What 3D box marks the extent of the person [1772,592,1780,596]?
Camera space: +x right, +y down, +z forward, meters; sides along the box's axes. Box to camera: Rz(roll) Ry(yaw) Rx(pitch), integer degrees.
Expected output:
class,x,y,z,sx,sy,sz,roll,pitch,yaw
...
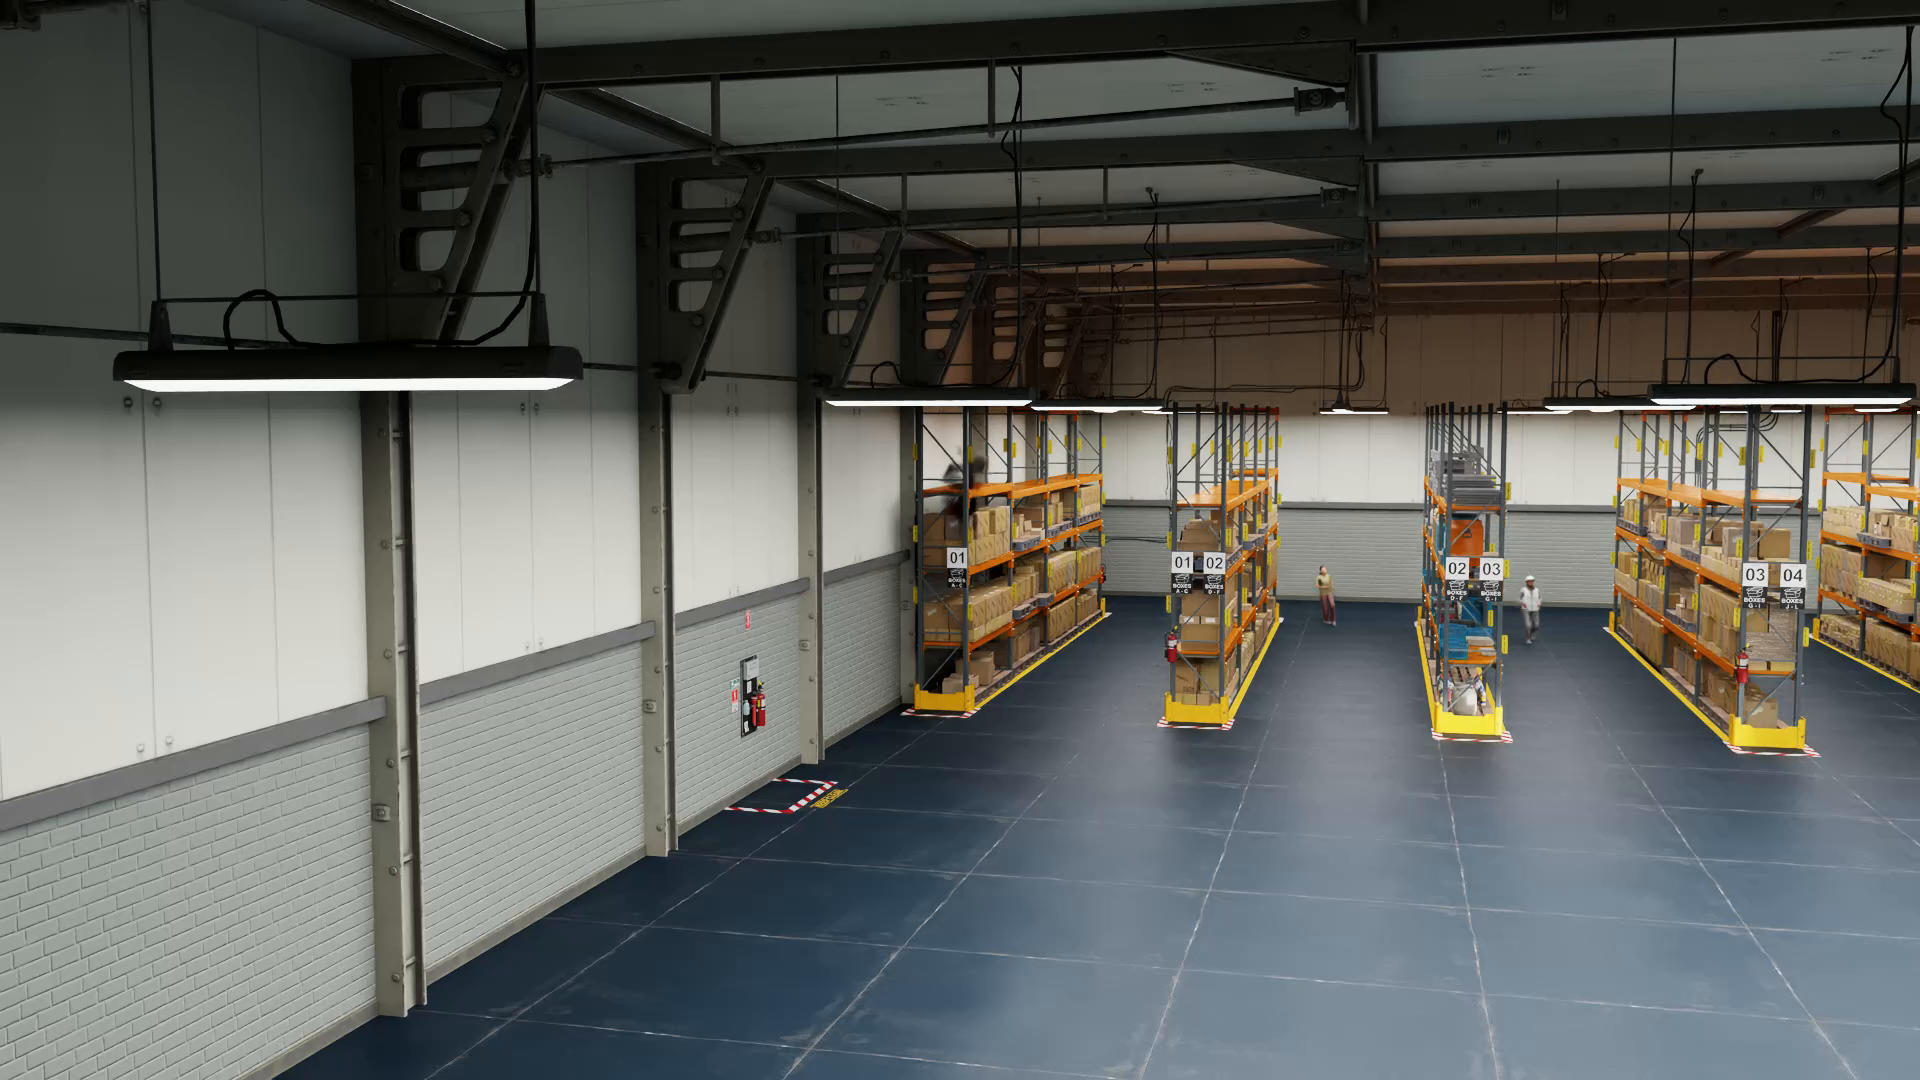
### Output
class,x,y,z,sx,sy,sz,roll,pitch,yaw
person,21.102,1.666,43.547,0.803,1.751,0.836,2,5,28

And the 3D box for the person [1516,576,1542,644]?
class,x,y,z,sx,sy,sz,roll,pitch,yaw
person,14.370,1.765,41.900,0.655,1.723,0.601,0,4,5

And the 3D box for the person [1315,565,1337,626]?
class,x,y,z,sx,sy,sz,roll,pitch,yaw
person,10.034,1.532,45.733,0.588,1.683,0.644,0,4,-4
